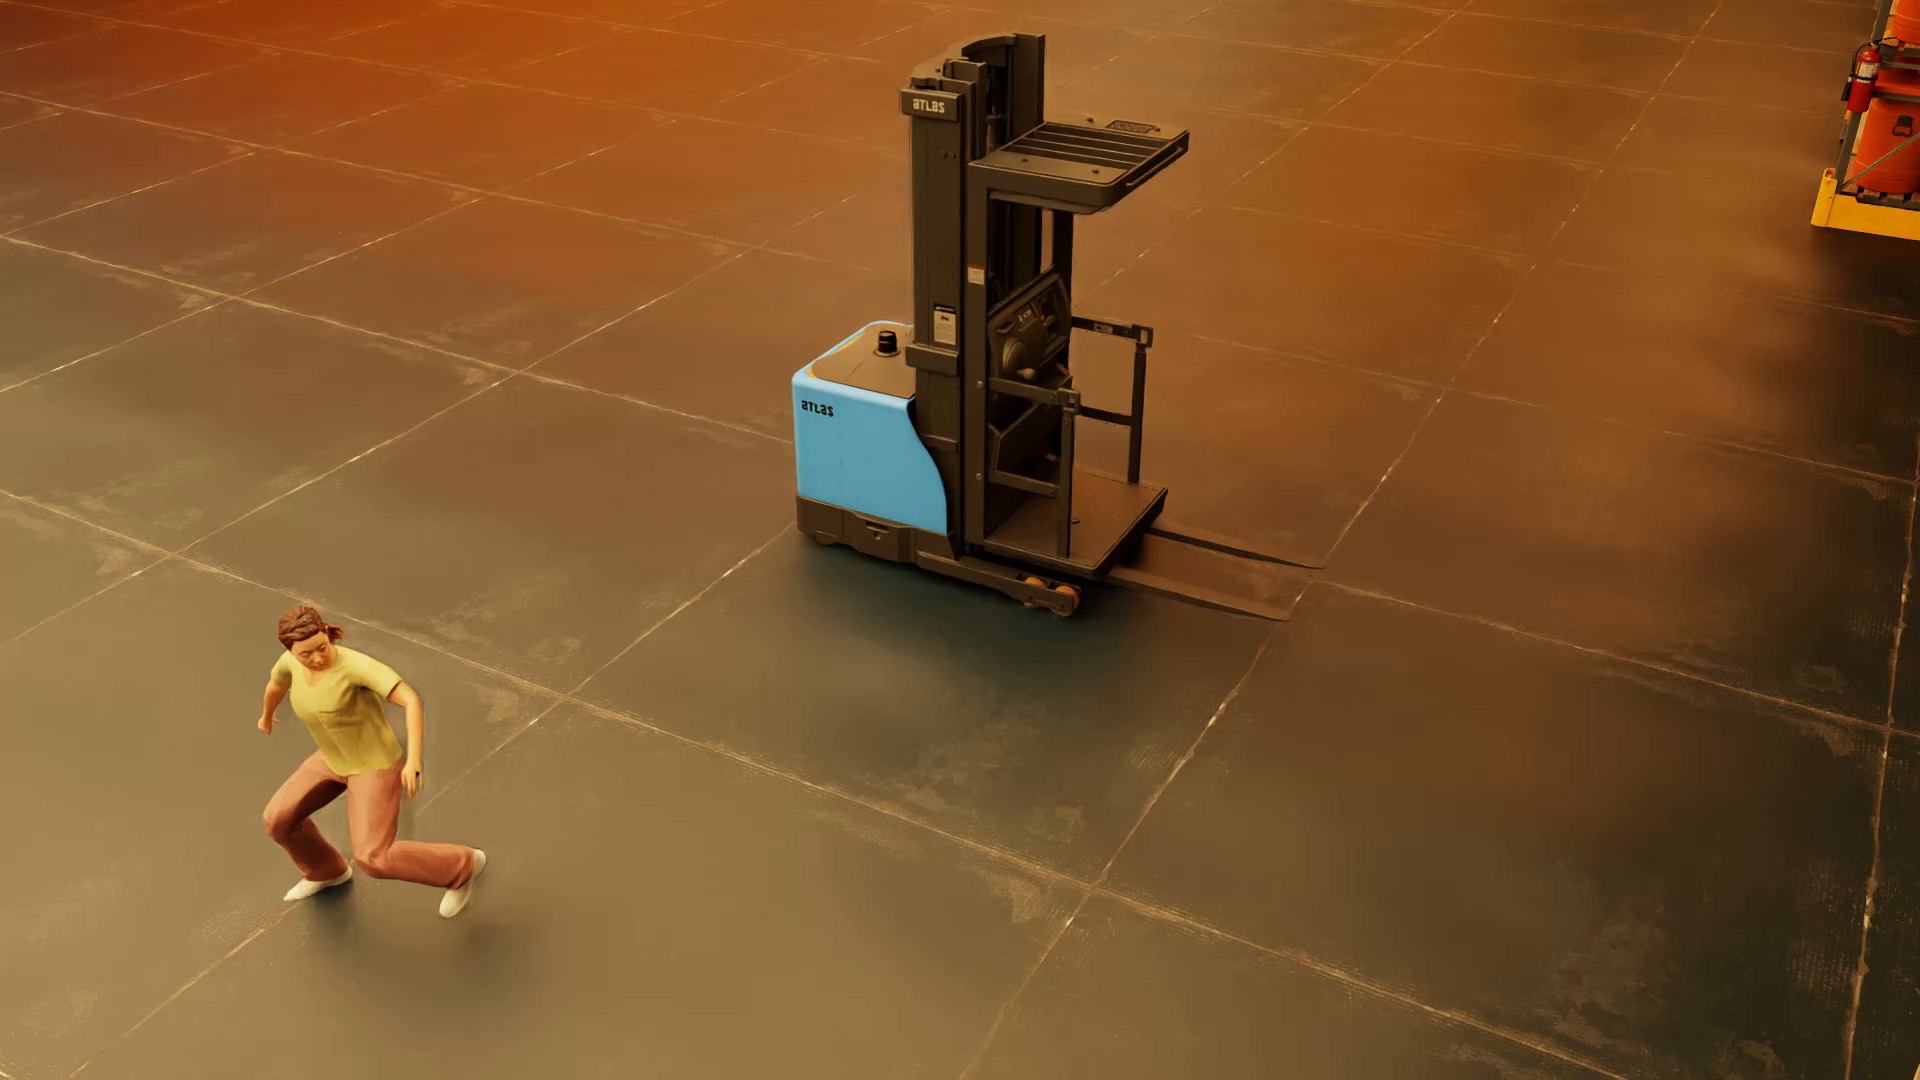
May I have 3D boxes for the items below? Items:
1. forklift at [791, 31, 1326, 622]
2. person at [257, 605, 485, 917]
[{"bbox_3d":[0.563,-1.148,9.060,3.031,2.935,1.130,15,33,24],"label":"forklift"},{"bbox_3d":[-2.585,0.918,6.933,1.039,1.553,0.501,16,33,25],"label":"person"}]
